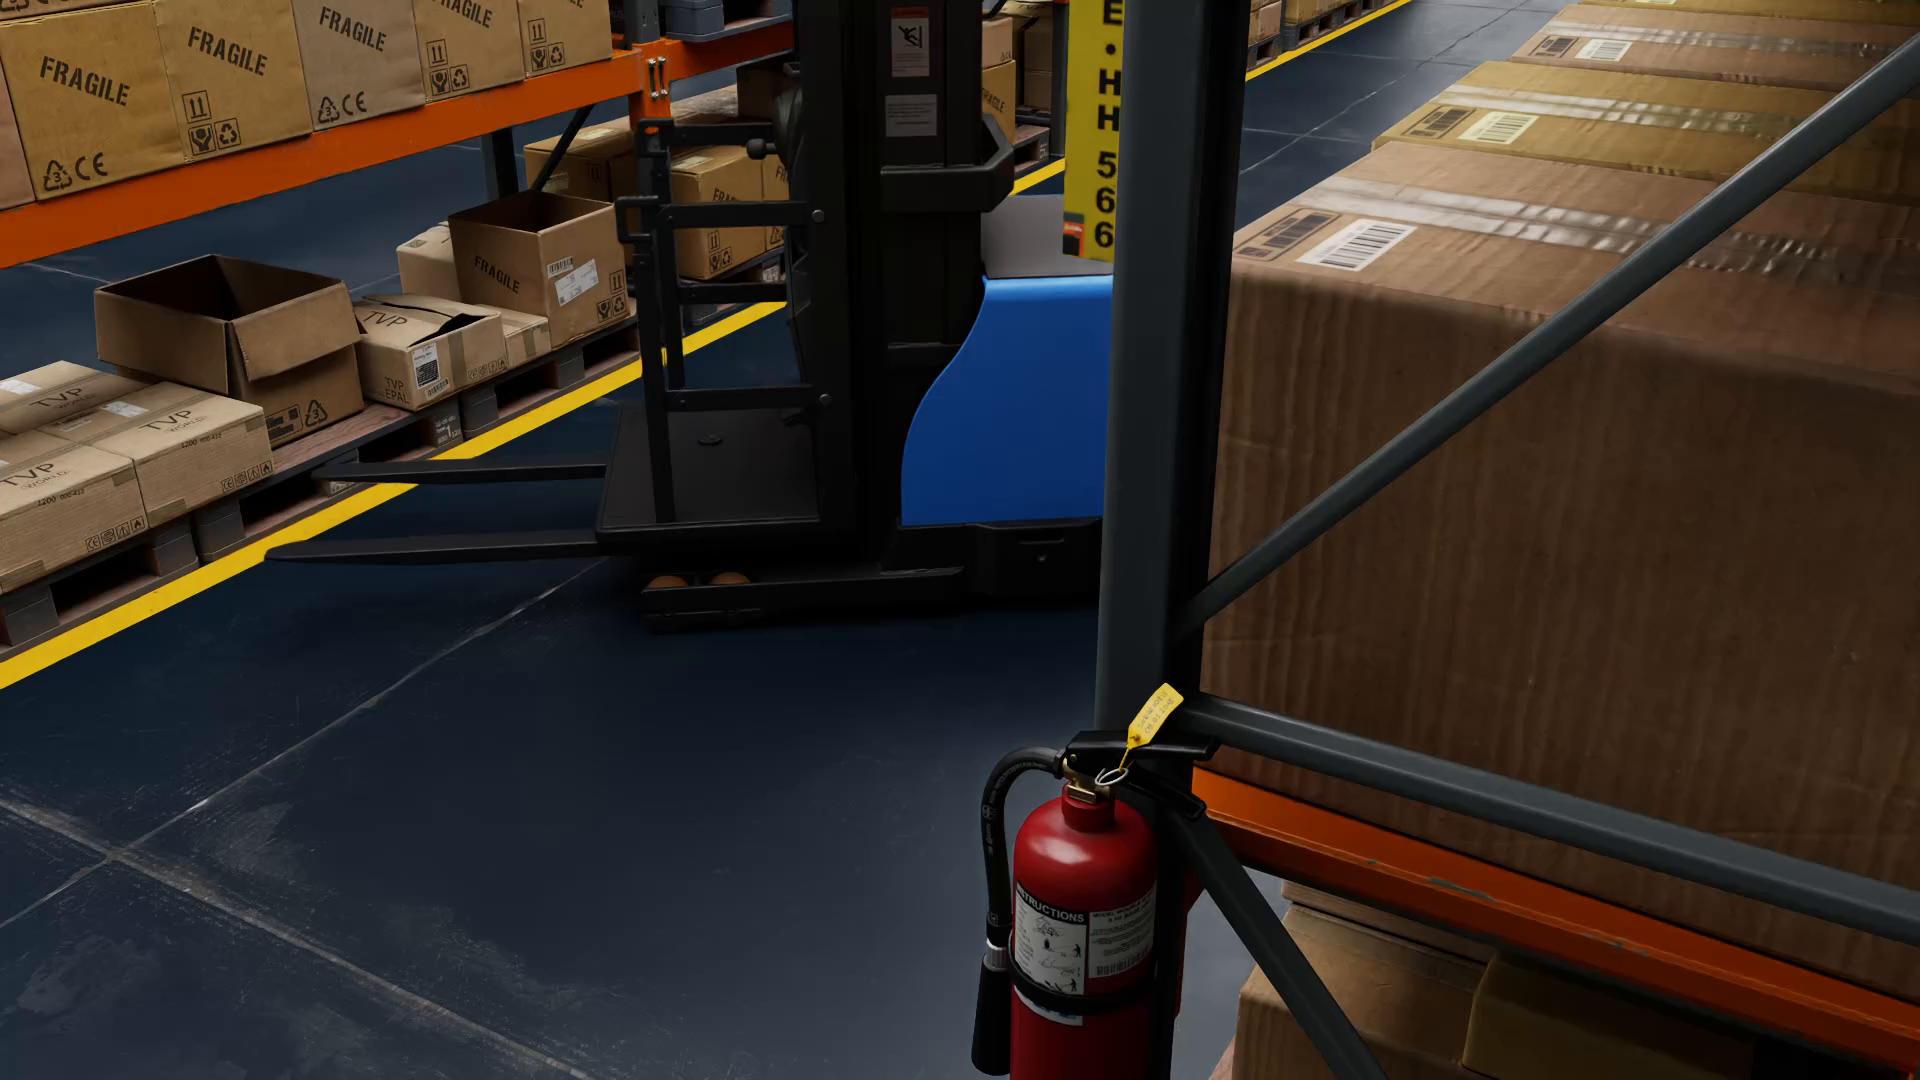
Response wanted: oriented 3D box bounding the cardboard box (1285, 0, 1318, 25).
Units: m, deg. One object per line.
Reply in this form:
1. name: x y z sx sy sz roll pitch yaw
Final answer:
1. cardboard box: 2.704 -4.539 14.069 0.500 0.250 0.500 14 30 26

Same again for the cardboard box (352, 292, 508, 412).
1. cardboard box: -2.126 -0.767 6.443 0.500 0.311 0.500 14 30 26

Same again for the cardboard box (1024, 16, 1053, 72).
1. cardboard box: 0.757 -3.256 10.880 0.500 0.311 0.500 15 30 28

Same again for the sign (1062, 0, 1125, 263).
1. sign: 0.157 -0.449 1.739 0.100 0.325 0.005 14 30 26

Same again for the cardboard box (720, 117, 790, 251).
1. cardboard box: -1.021 -1.773 8.242 0.500 0.500 0.500 15 30 27

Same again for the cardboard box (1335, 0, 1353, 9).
1. cardboard box: 3.205 -4.927 14.843 0.500 0.250 0.500 14 30 26

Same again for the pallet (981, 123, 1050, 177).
1. pallet: -0.156 -2.378 10.265 1.003 0.211 1.213 14 30 26

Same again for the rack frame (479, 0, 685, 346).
1. rack frame: -1.724 -2.349 7.092 1.000 3.000 0.127 14 30 26

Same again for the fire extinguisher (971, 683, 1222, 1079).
1. fire extinguisher: 0.147 0.458 1.988 0.296 0.674 0.183 14 30 26

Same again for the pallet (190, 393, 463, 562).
1. pallet: -2.662 -0.357 6.228 1.003 0.211 1.213 14 30 26

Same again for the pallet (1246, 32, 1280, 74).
1. pallet: 1.883 -3.924 13.353 1.003 0.211 1.213 14 30 26

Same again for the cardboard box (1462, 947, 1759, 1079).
1. cardboard box: 0.993 0.737 2.525 0.380 0.149 0.250 14 30 26

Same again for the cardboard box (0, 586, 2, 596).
1. cardboard box: -3.064 0.095 4.883 0.380 0.166 0.250 14 30 26

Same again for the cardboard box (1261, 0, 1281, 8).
1. cardboard box: 2.262 -4.455 13.275 0.500 0.311 0.500 14 30 26

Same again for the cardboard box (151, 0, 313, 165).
1. cardboard box: -2.498 -1.541 5.367 0.500 0.500 0.500 15 30 27

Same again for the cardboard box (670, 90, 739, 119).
1. cardboard box: -1.233 -2.070 8.834 0.500 0.500 0.500 15 30 27

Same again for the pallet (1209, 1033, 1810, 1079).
1. pallet: 0.948 1.217 3.082 1.003 0.211 1.213 14 30 26

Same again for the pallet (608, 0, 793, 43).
1. pallet: -1.236 -2.551 7.709 1.003 0.211 1.213 14 30 26

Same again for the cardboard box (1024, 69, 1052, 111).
1. cardboard box: 0.757 -3.006 11.006 0.500 0.250 0.500 14 30 26

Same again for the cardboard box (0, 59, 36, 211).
1. cardboard box: -2.995 -1.152 4.589 0.500 0.500 0.500 14 30 26

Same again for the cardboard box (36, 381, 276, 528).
1. cardboard box: -2.685 -0.297 5.572 0.500 0.250 0.500 14 30 26

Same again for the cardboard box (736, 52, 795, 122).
1. cardboard box: -0.782 -2.288 8.433 0.500 0.250 0.500 14 30 26

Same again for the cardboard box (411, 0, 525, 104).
1. cardboard box: -1.999 -1.941 6.165 0.500 0.500 0.500 15 30 28

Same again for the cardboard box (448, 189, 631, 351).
1. cardboard box: -1.757 -1.144 6.984 0.500 0.500 0.500 14 30 26

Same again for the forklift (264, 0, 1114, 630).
1. forklift: -0.686 -1.280 5.032 3.031 2.935 1.130 -3 27 -6

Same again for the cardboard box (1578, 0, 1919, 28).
1. cardboard box: 1.946 -0.903 3.867 0.980 0.700 0.700 13 30 25

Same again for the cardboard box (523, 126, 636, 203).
1. cardboard box: -1.731 -1.683 8.063 0.500 0.500 0.500 14 30 26

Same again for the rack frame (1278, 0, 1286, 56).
1. rack frame: 2.212 -5.467 13.320 1.000 3.000 0.127 14 30 26

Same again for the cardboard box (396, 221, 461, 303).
1. cardboard box: -2.119 -1.228 7.363 0.500 0.311 0.500 14 30 26

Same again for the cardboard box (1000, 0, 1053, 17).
1. cardboard box: 0.537 -3.579 11.525 0.500 0.311 0.500 14 30 25

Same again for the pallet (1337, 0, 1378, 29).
1. pallet: 3.238 -4.998 15.498 1.003 0.211 1.213 14 30 26

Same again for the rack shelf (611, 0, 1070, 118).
1. rack shelf: -0.740 -2.807 8.810 1.077 0.370 4.000 14 30 26

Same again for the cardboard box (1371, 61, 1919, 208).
1. cardboard box: 1.213 -0.322 2.707 0.980 0.700 0.700 14 30 26

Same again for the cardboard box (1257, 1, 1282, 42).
1. cardboard box: 2.260 -4.200 13.391 0.500 0.250 0.500 14 30 26
